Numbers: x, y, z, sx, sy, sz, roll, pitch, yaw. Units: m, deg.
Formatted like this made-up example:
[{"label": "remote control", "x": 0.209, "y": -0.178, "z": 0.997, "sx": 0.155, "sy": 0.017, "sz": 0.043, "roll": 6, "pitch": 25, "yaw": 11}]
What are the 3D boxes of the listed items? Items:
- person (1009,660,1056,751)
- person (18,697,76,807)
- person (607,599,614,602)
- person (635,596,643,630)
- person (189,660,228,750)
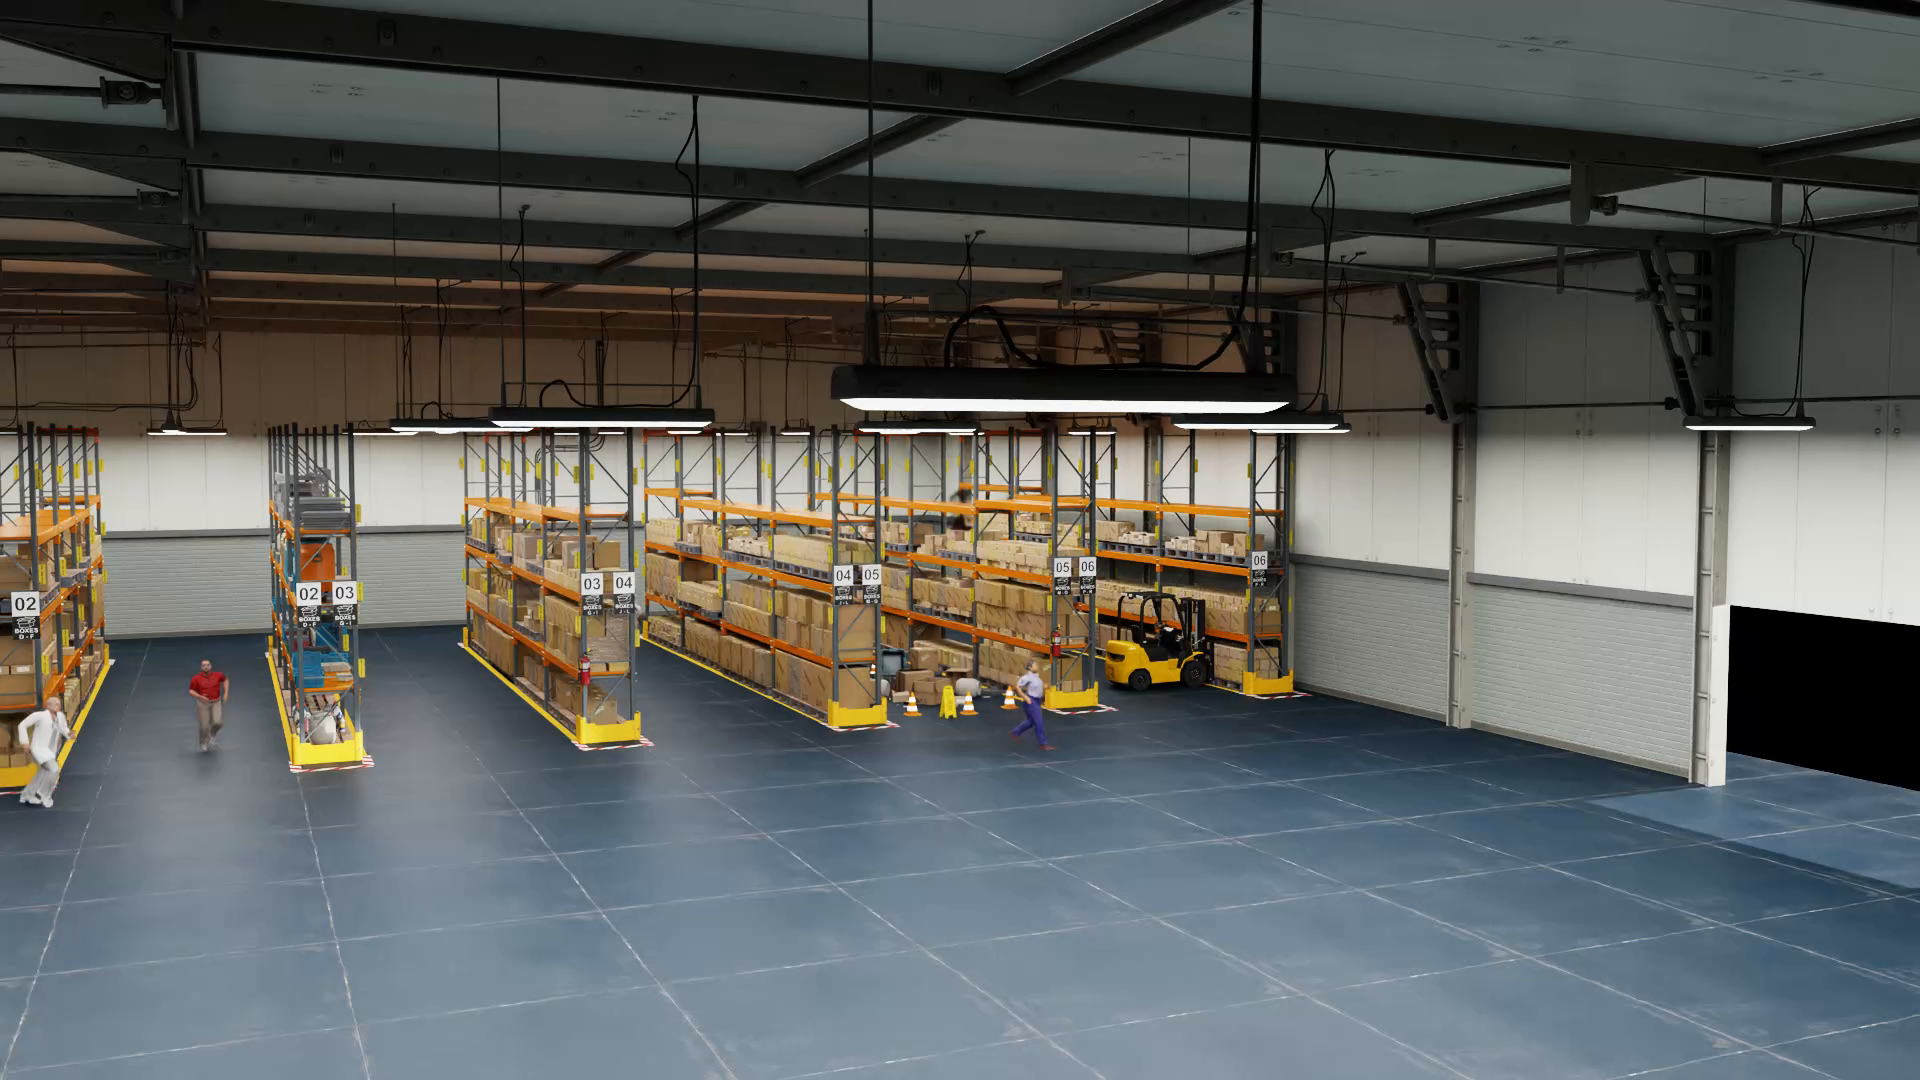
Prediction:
[{"label": "person", "x": 1.322, "y": 3.023, "z": 30.557, "sx": 0.944, "sy": 1.619, "sz": 0.608, "roll": 1, "pitch": 4, "yaw": 20}, {"label": "person", "x": -14.262, "y": 3.302, "z": 25.952, "sx": 0.915, "sy": 1.731, "sz": 0.729, "roll": 1, "pitch": 4, "yaw": 10}, {"label": "person", "x": -9.872, "y": 2.051, "z": 46.481, "sx": 0.766, "sy": 1.685, "sz": 0.555, "roll": 0, "pitch": 3, "yaw": 0}, {"label": "person", "x": -8.546, "y": 2.238, "z": 43.400, "sx": 0.561, "sy": 1.668, "sz": 0.564, "roll": -1, "pitch": 4, "yaw": -13}, {"label": "person", "x": -13.690, "y": 3.018, "z": 30.350, "sx": 0.687, "sy": 1.681, "sz": 0.769, "roll": -2, "pitch": 4, "yaw": -31}]
